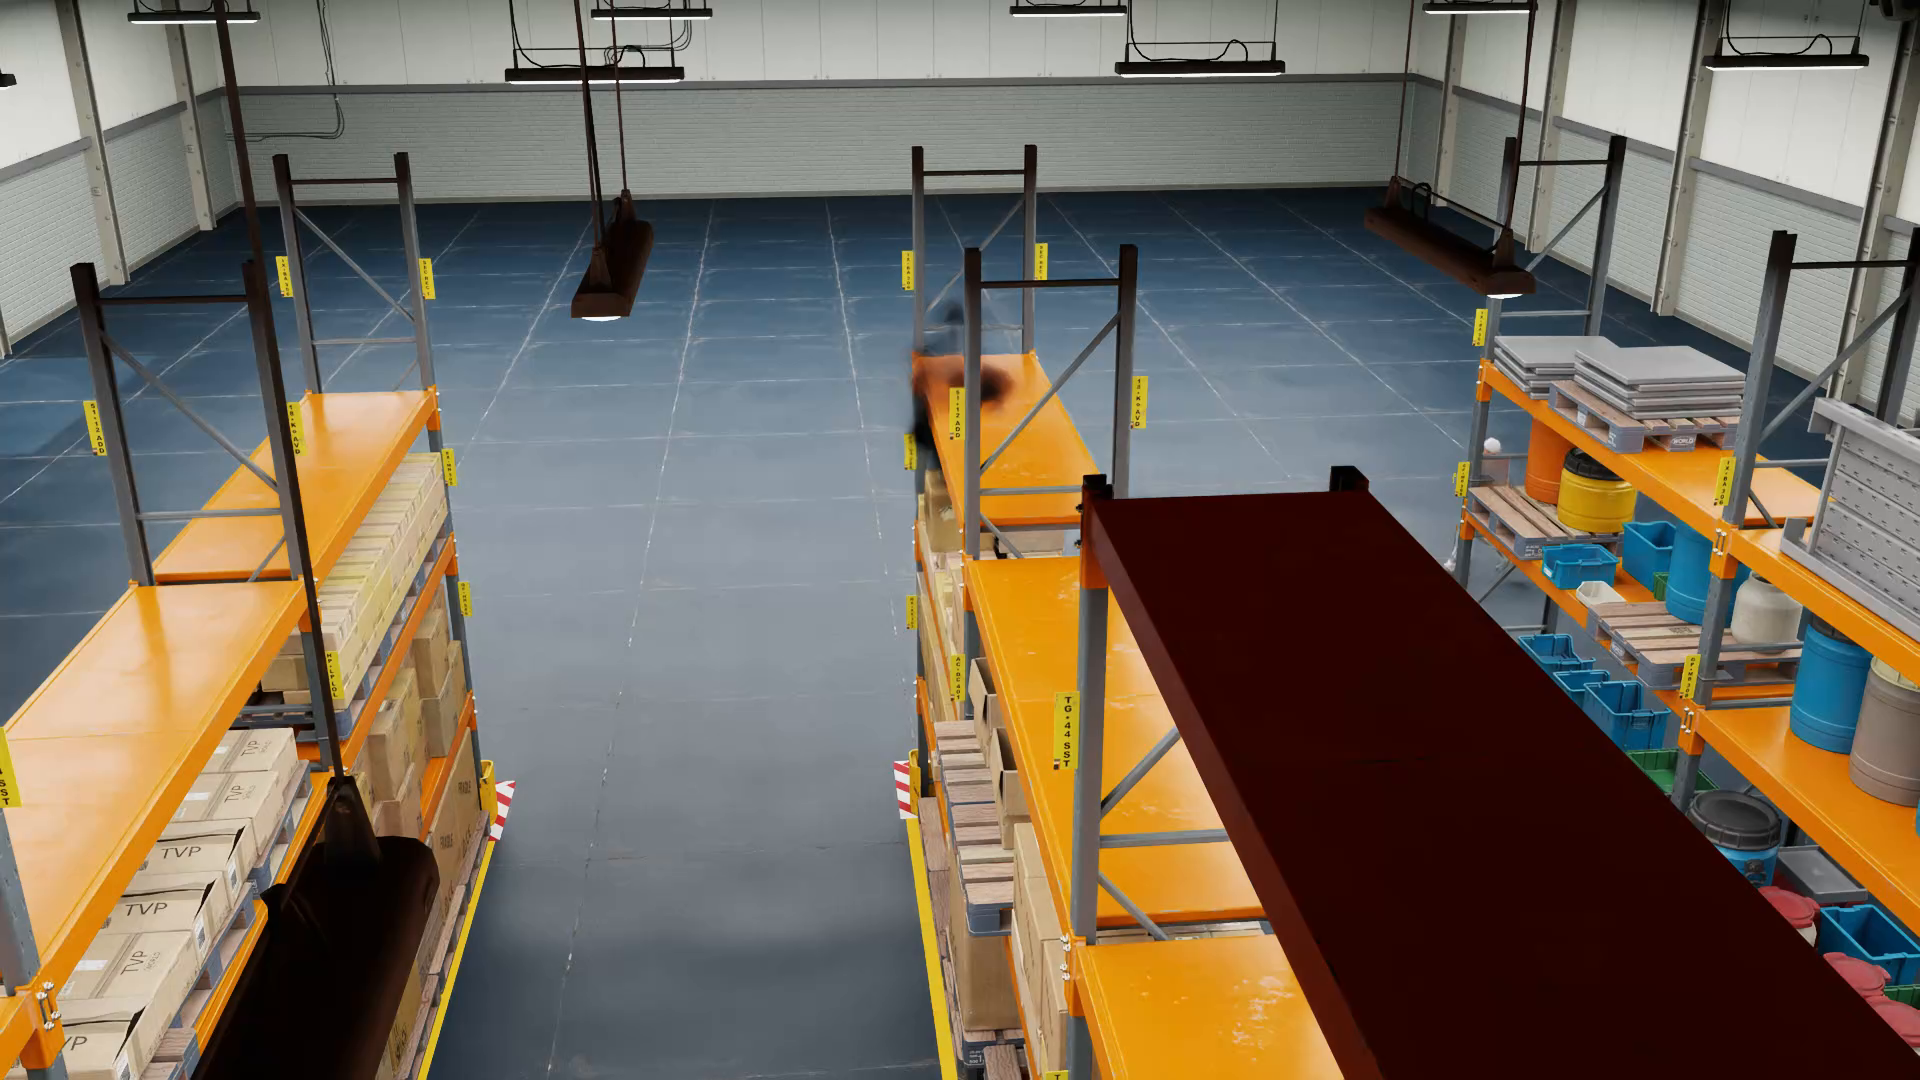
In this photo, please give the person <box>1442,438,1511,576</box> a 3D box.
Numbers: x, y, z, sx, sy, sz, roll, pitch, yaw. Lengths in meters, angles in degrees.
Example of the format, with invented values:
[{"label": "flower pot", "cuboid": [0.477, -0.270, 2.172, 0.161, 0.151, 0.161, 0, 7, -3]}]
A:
[{"label": "person", "cuboid": [6.318, -0.391, 20.155, 0.993, 1.766, 0.660, 6, 22, 14]}]
